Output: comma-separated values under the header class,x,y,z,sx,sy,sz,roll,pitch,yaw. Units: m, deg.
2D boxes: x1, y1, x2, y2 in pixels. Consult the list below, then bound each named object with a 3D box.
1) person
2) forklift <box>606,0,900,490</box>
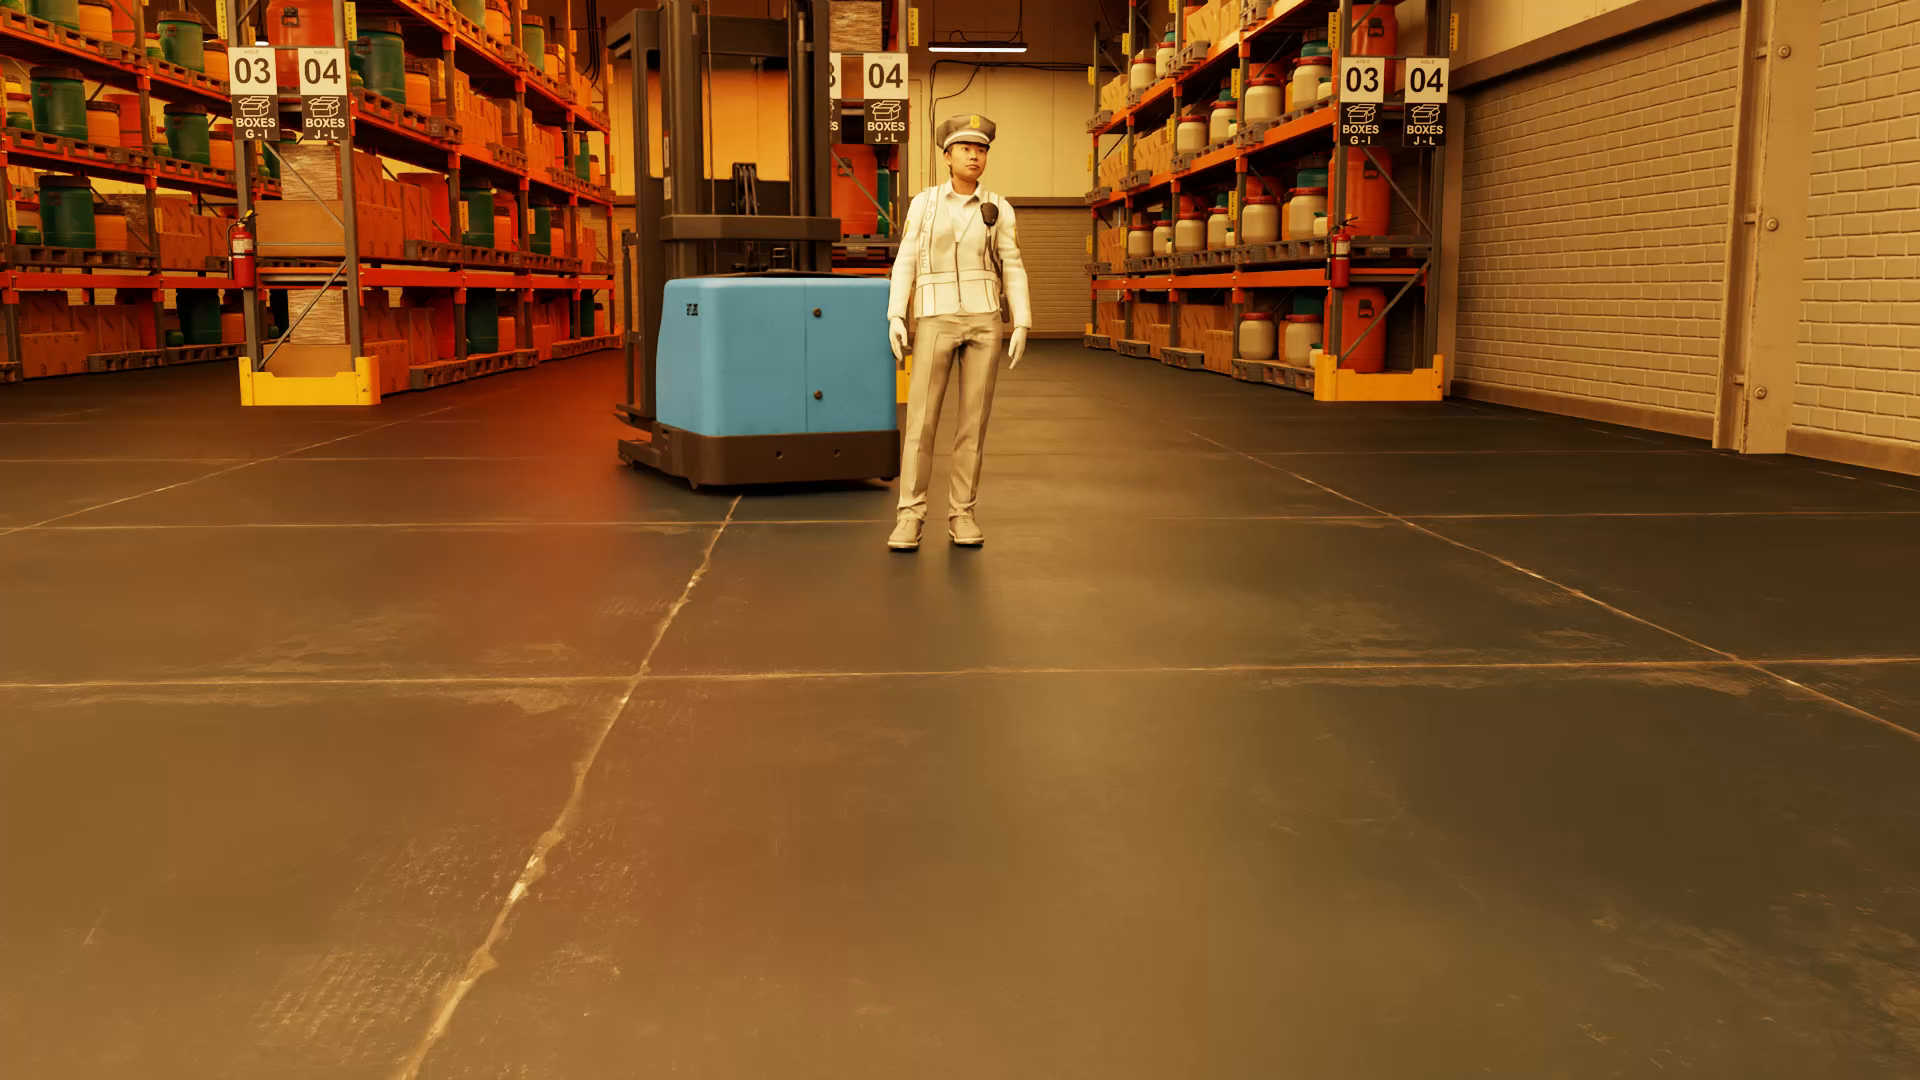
class,x,y,z,sx,sy,sz,roll,pitch,yaw
person,-0.002,-0.835,6.618,0.588,1.696,0.533,-1,8,-4
forklift,-1.355,-1.875,9.460,1.130,2.935,3.031,-4,9,-23
